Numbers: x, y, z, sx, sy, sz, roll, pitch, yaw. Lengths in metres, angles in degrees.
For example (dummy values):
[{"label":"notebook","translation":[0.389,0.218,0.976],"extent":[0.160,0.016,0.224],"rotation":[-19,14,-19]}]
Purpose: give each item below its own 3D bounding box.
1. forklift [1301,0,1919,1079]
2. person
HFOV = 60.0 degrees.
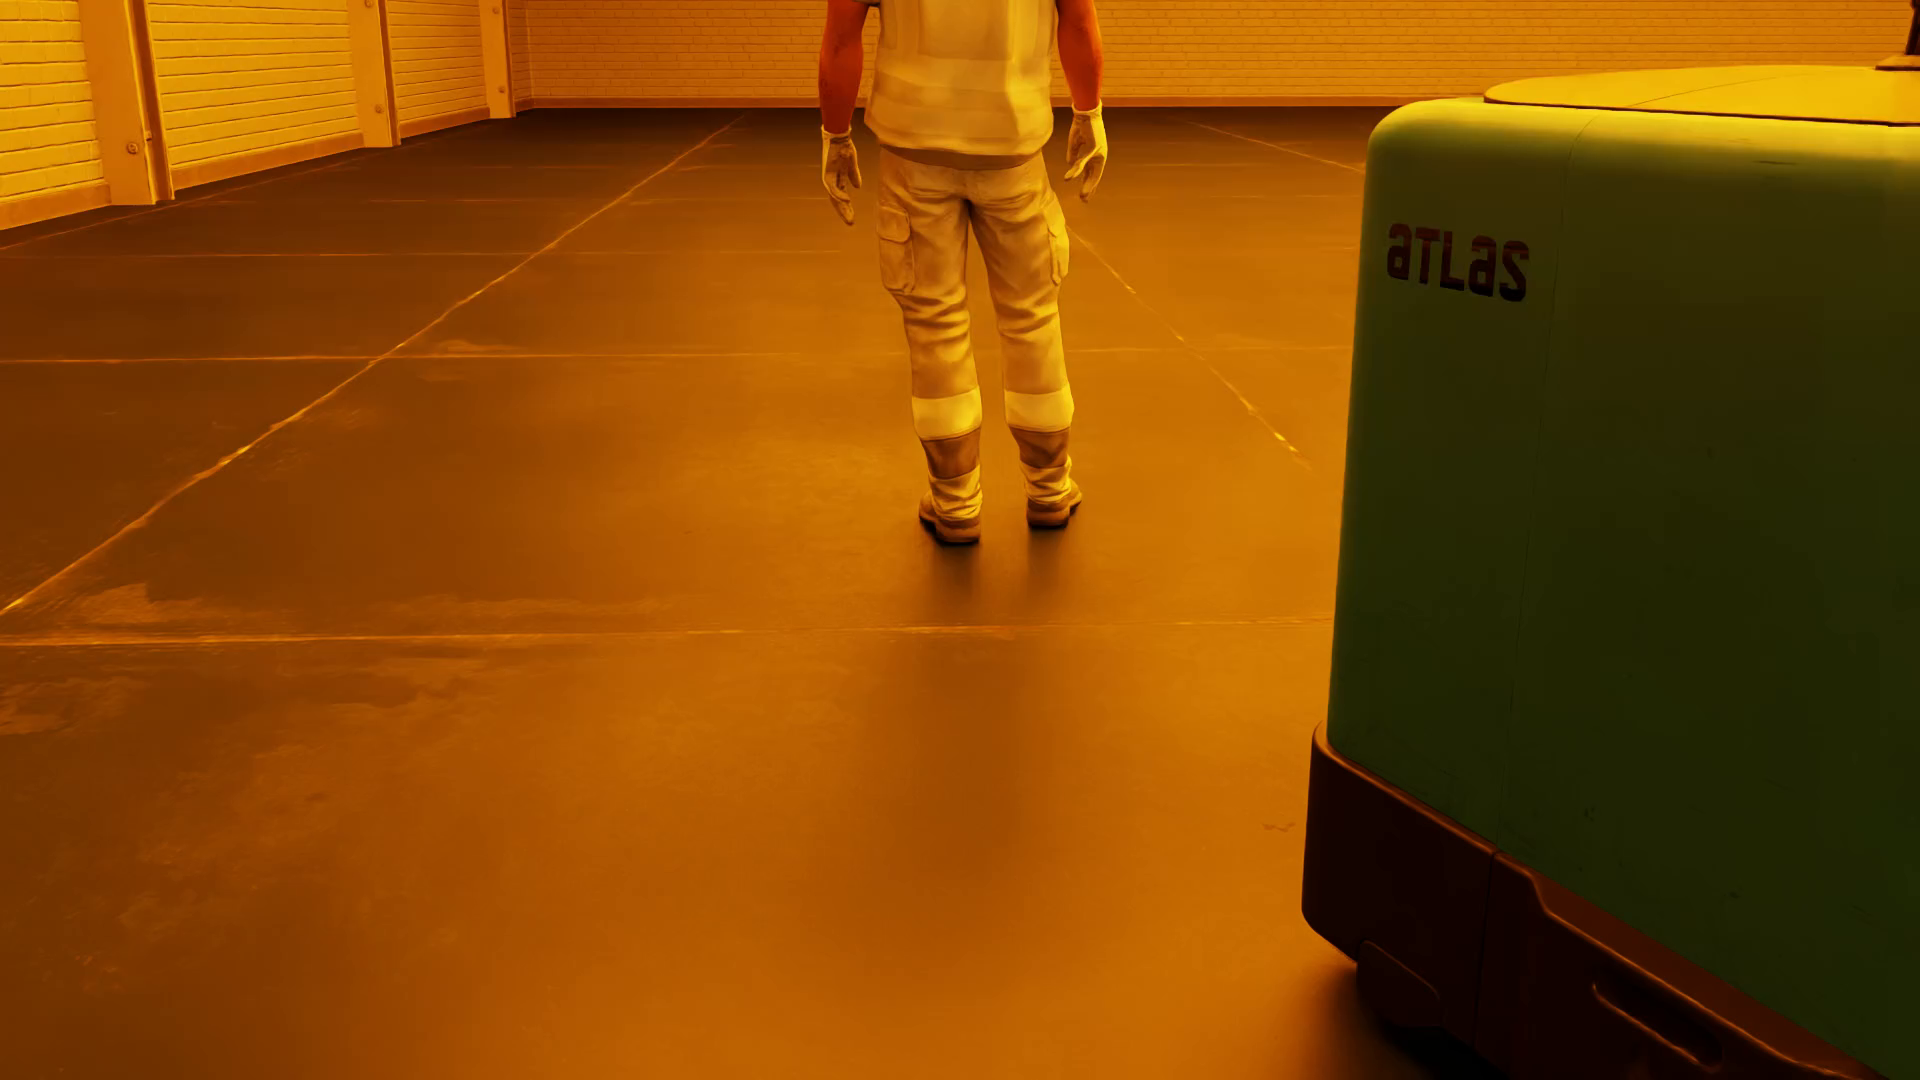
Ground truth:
[{"label":"forklift","translation":[1.533,-0.539,0.669],"extent":[1.130,2.935,3.031],"rotation":[-8,19,-25]},{"label":"person","translation":[0.009,-0.886,3.731],"extent":[0.637,1.787,0.564],"rotation":[-1,17,-3]}]
